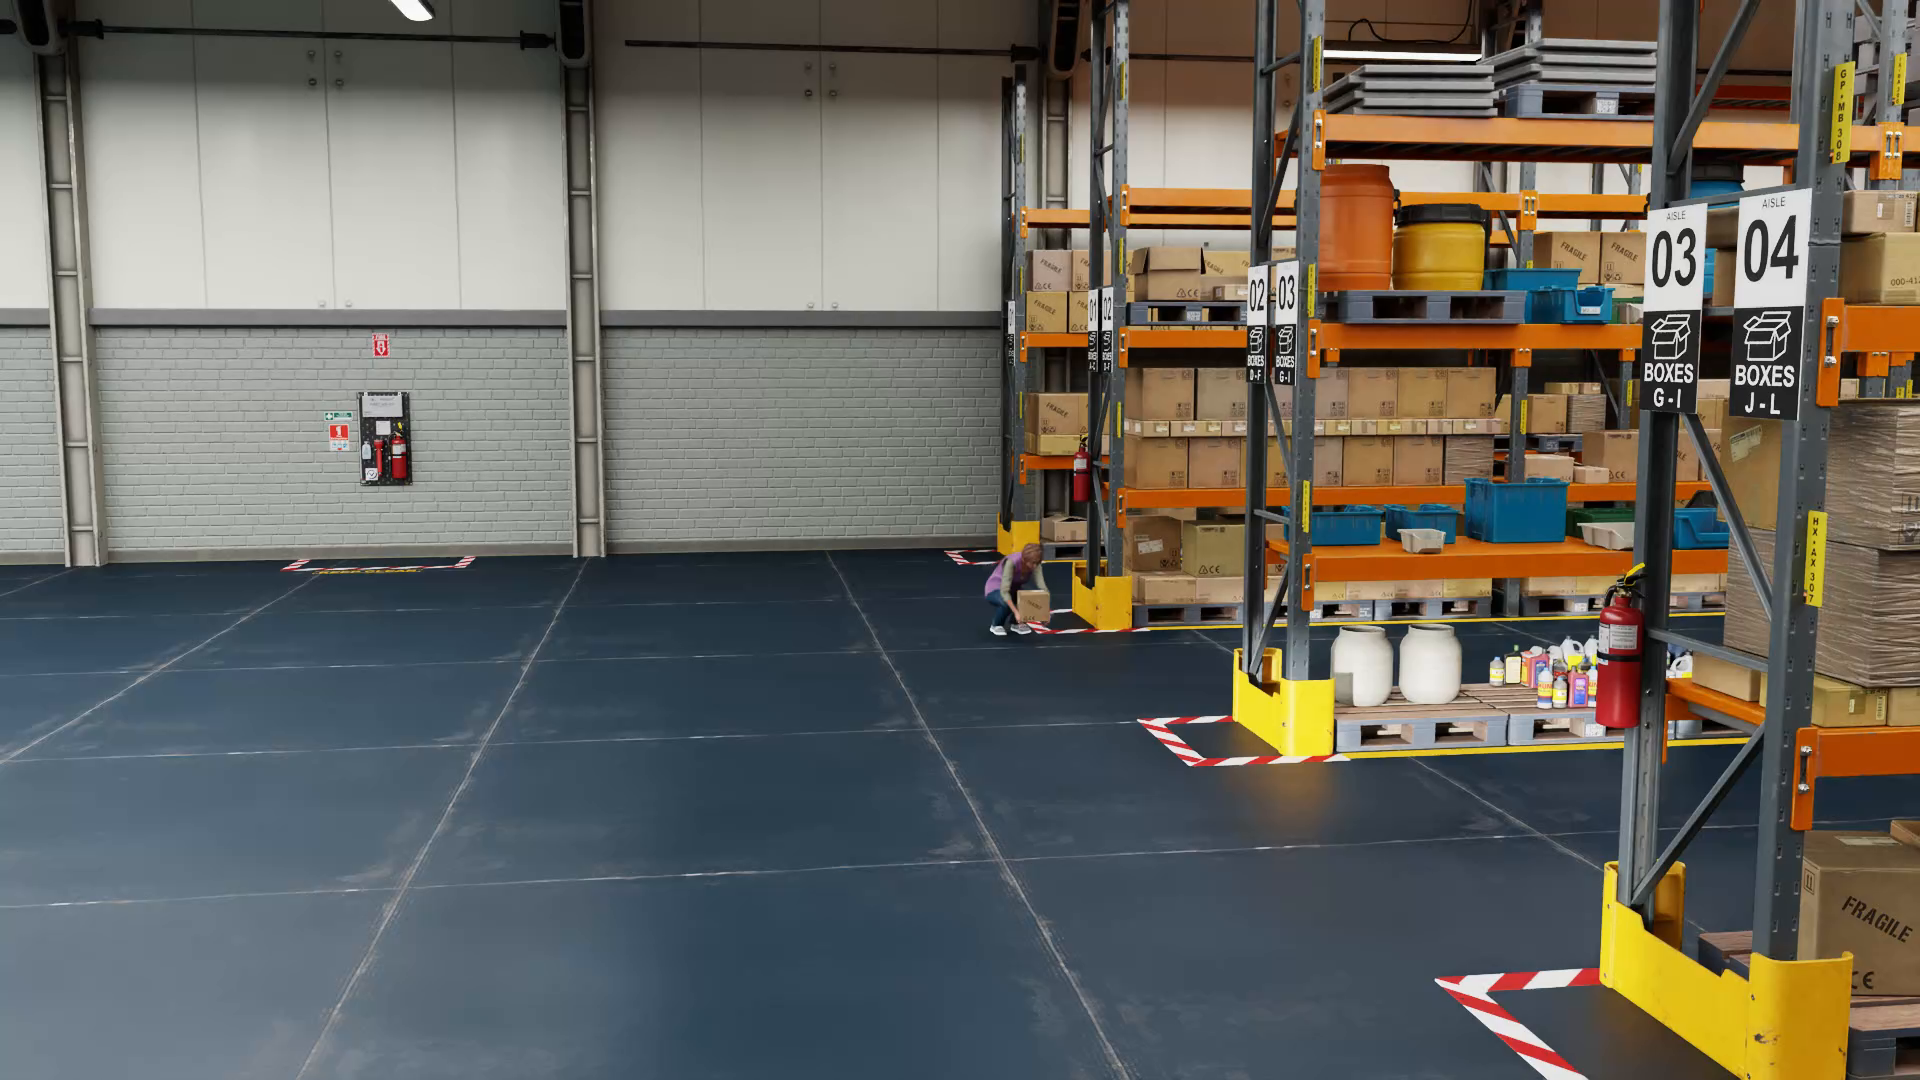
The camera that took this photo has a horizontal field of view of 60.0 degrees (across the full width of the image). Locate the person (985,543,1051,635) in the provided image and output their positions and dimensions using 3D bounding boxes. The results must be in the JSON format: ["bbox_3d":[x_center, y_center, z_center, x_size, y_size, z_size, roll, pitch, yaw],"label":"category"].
[{"bbox_3d":[0.523,0.449,15.276,0.454,0.891,0.847,-3,7,-26],"label":"person"}]
